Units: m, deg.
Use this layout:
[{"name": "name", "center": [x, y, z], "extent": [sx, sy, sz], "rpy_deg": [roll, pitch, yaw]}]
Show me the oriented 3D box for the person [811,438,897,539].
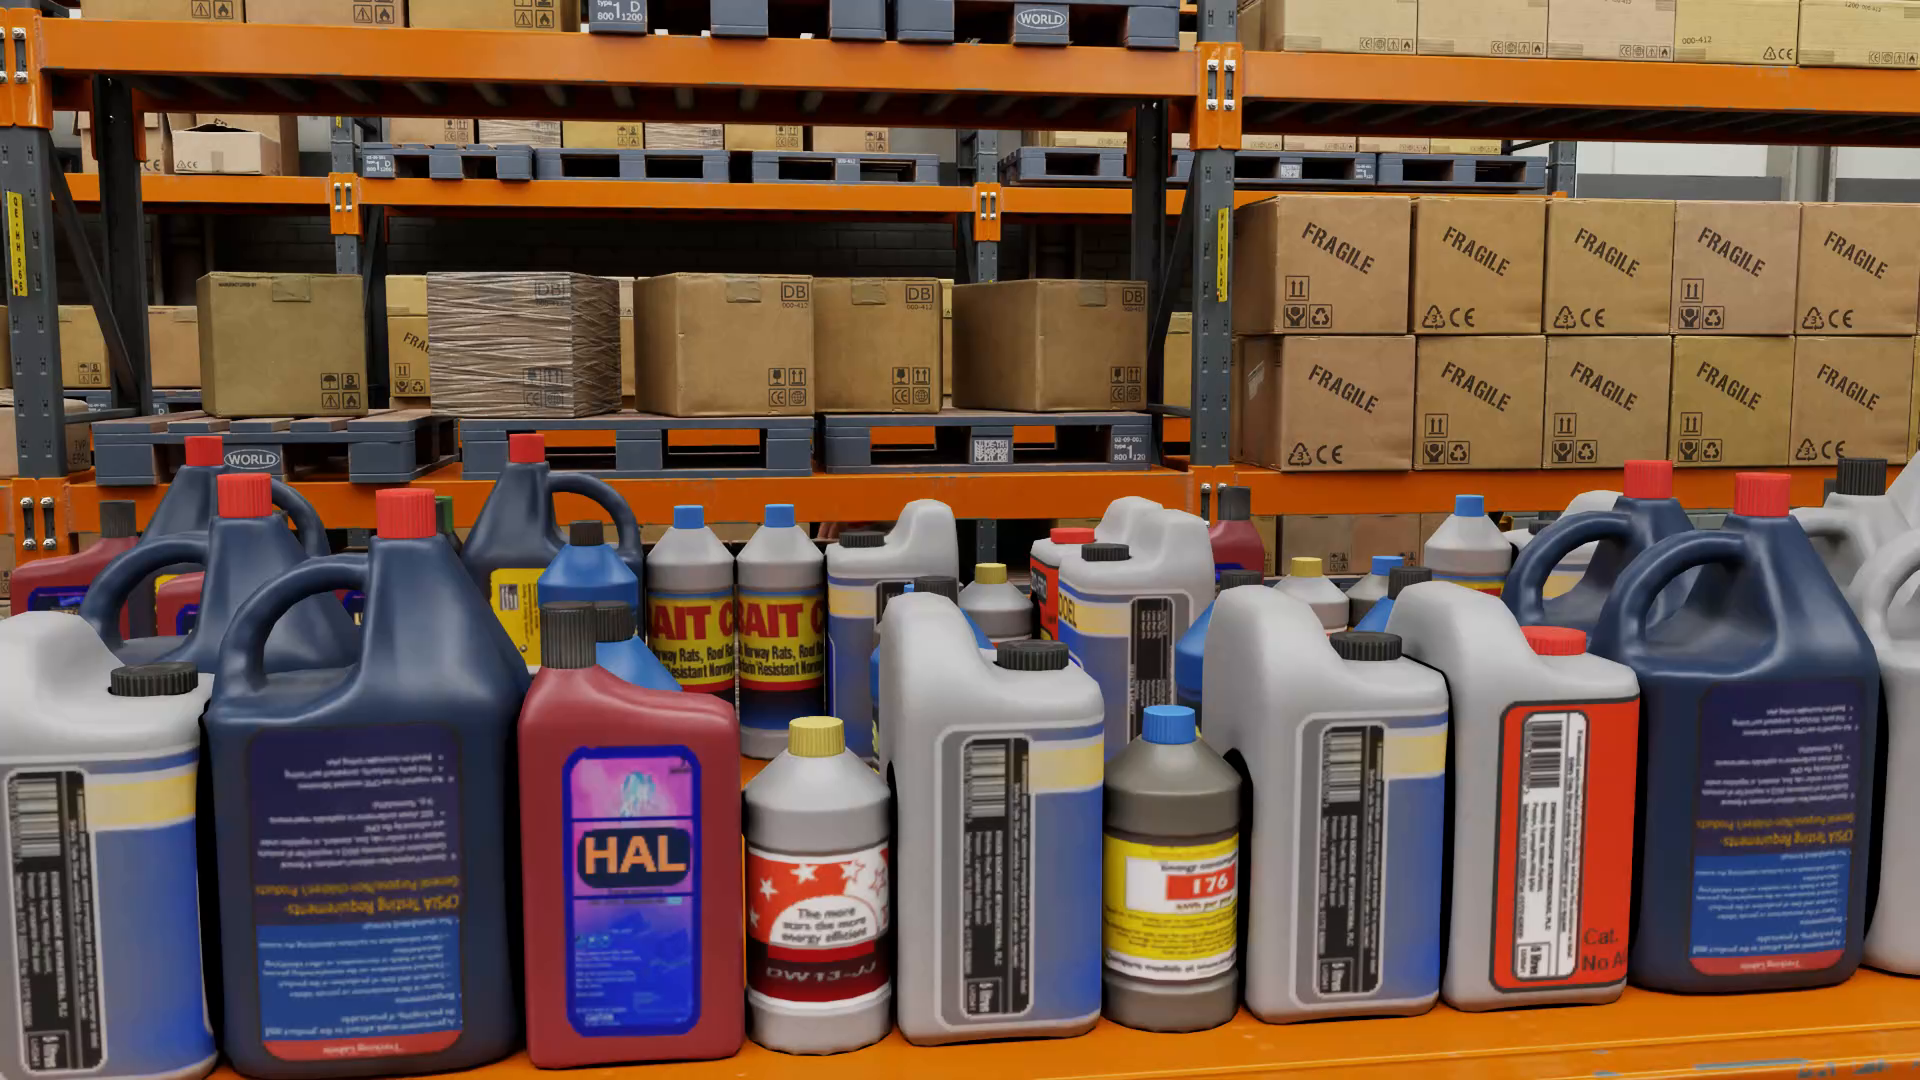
[{"name": "person", "center": [-0.539, 0.040, 8.531], "extent": [0.644, 1.494, 0.587], "rpy_deg": [-1, 7, -8]}]
